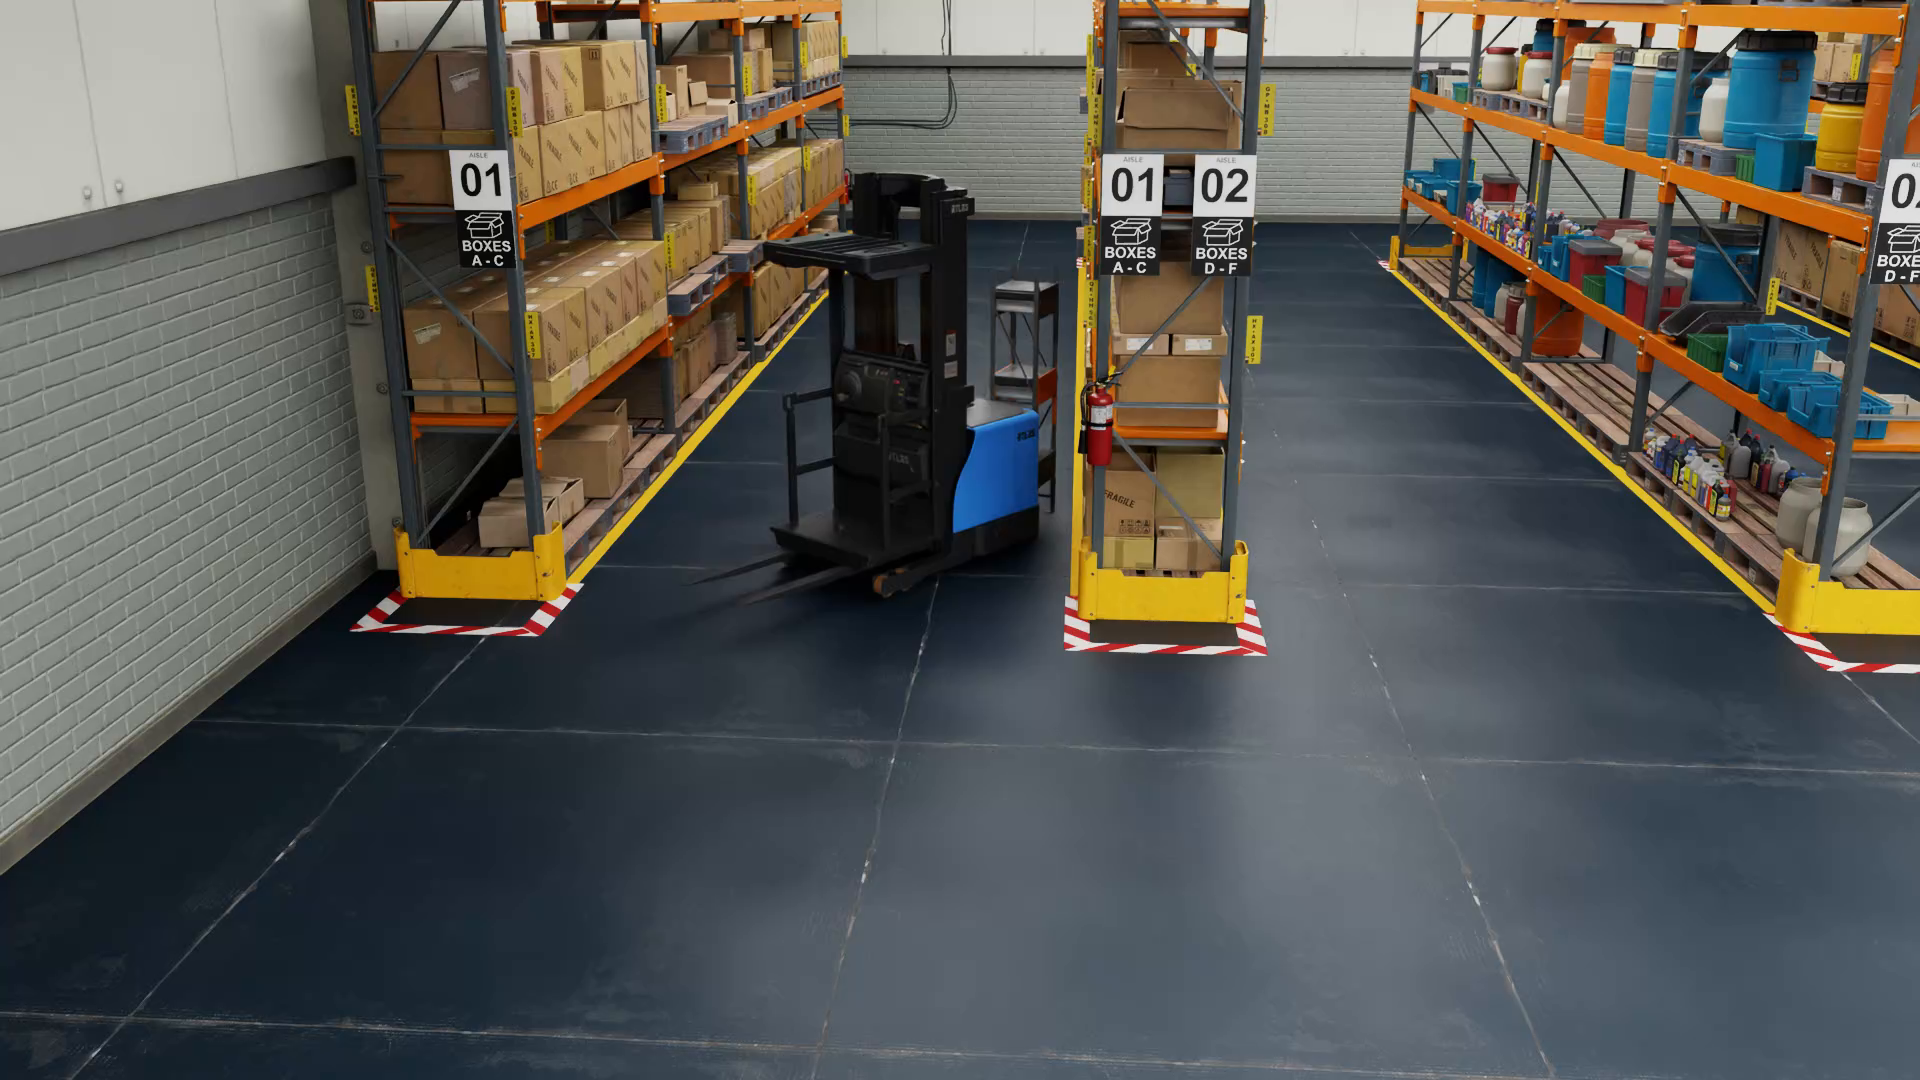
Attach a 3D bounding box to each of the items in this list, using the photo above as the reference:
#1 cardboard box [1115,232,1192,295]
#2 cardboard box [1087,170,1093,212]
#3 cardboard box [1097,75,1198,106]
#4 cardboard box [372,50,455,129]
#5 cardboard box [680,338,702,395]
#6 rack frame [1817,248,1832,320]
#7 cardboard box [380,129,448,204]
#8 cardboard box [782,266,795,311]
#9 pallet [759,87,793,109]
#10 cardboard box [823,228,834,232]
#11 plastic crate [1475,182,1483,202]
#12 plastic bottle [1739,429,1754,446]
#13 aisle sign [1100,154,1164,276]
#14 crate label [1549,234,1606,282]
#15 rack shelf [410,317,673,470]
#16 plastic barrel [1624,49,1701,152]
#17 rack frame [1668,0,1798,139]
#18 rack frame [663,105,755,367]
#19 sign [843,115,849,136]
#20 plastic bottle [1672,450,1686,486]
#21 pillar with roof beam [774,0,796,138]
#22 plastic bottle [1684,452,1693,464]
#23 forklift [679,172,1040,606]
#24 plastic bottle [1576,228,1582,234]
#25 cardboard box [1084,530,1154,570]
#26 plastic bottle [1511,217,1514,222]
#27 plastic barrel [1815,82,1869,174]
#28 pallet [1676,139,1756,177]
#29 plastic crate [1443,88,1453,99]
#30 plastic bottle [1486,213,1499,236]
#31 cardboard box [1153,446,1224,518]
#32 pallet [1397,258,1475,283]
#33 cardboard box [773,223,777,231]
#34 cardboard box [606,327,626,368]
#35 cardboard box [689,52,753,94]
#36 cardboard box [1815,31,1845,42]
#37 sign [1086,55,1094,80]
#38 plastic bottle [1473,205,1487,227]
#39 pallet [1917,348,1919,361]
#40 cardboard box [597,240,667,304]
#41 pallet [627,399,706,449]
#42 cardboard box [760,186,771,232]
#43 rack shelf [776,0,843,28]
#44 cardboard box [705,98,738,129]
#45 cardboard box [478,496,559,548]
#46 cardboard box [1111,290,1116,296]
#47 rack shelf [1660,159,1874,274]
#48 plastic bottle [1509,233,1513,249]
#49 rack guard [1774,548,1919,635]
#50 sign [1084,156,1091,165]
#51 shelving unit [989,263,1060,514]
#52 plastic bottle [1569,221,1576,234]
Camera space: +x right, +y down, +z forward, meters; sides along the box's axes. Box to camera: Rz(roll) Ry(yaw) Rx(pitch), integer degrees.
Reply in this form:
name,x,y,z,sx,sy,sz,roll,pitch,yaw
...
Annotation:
name,x,y,z,sx,sy,sz,roll,pitch,yaw
cardboard box,1.544,-2.059,12.647,0.700,0.500,0.500,1,18,4
cardboard box,2.044,-4.531,21.599,0.700,0.500,0.500,4,19,13
cardboard box,1.469,-3.389,13.065,0.797,0.503,0.637,3,18,10
cardboard box,-3.745,-3.121,11.515,0.500,0.500,0.500,2,18,6
cardboard box,-3.128,-1.835,17.515,0.700,0.500,0.500,1,18,5
rack frame,12.167,-4.419,22.092,1.000,3.000,0.127,1,18,4
cardboard box,-3.737,-2.641,11.657,0.500,0.500,0.500,3,18,8
cardboard box,-2.632,-3.448,21.906,0.750,0.750,0.750,2,18,6
pallet,-2.671,-5.799,21.794,0.805,0.209,1.217,1,18,2
cardboard box,-2.354,-4.630,26.075,0.700,0.500,0.500,1,18,4
plastic crate,7.520,-4.972,23.873,0.437,0.282,0.530,1,18,4
plastic bottle,6.895,-0.789,14.560,0.144,0.351,0.185,1,18,2
aisle sign,1.129,-2.136,10.949,0.394,0.787,0.004,1,18,4
crate label,6.599,-3.001,17.709,0.502,0.435,0.616,1,18,4
rack shelf,-3.371,-1.303,13.738,1.077,0.370,4.000,1,18,4
plastic barrel,6.520,-4.074,15.418,0.600,0.901,0.600,0,18,0
rack frame,6.654,-4.896,13.912,1.000,3.000,0.127,1,18,4
rack frame,-2.941,-3.508,19.313,1.000,3.000,0.127,1,18,4
sign,-1.828,-6.639,26.628,0.100,0.325,0.005,1,18,4
plastic bottle,6.115,-0.613,14.131,0.061,0.283,0.133,2,18,6
pillar with roof beam,1.257,-9.606,28.286,9.100,9.000,0.400,1,18,4
plastic bottle,6.195,-0.611,14.145,0.097,0.271,0.097,0,18,0
forklift,-0.727,-1.152,12.232,1.130,2.935,3.031,16,24,40
plastic bottle,7.302,-3.534,19.597,0.097,0.271,0.097,0,18,0
cardboard box,1.170,0.020,12.287,0.500,0.250,0.500,1,18,4
plastic bottle,6.825,-3.874,20.636,0.097,0.271,0.097,0,18,0
plastic barrel,6.322,-2.874,11.582,0.600,0.588,0.600,0,18,0
pallet,6.699,-3.154,13.718,1.213,0.211,1.003,1,18,4
plastic crate,6.939,-6.233,23.234,0.293,0.136,0.466,1,18,4
plastic bottle,6.731,-3.976,20.938,0.152,0.276,0.135,1,18,4
cardboard box,1.721,-0.480,12.609,0.500,0.500,0.500,1,18,4
pallet,7.416,-4.191,25.876,1.003,0.211,1.213,1,18,4
cardboard box,-2.562,-4.054,21.348,0.380,0.149,0.250,2,18,6
cardboard box,-3.059,-1.583,13.646,0.500,0.250,0.500,1,18,4
cardboard box,-2.926,-5.679,20.254,0.700,0.500,0.500,2,18,7
cardboard box,12.299,-7.110,23.289,0.500,0.250,0.500,1,18,2
sign,1.745,-6.322,22.252,0.100,0.325,0.005,1,18,4
plastic bottle,6.788,-4.222,21.689,0.152,0.276,0.135,1,18,4
pallet,12.012,-2.095,19.477,1.003,0.211,1.213,1,18,4
cardboard box,-2.953,-2.407,14.956,0.500,0.500,0.500,1,18,4
pallet,-3.174,-1.183,16.693,1.003,0.211,1.213,1,18,4
cardboard box,-2.604,-4.014,20.186,0.500,0.500,0.500,2,18,6
rack shelf,-2.511,-7.691,24.240,1.077,0.370,4.000,1,18,4
cardboard box,-2.724,-4.671,18.155,0.500,0.311,0.500,1,18,4
cardboard box,-3.375,-0.168,12.730,0.500,0.311,0.500,-1,18,-2
cardboard box,1.373,-1.875,13.125,0.380,0.149,0.250,1,18,3
rack shelf,6.510,-2.507,12.596,1.077,0.370,4.000,1,18,4
plastic bottle,6.622,-3.586,19.869,0.097,0.201,0.097,0,18,0
rack guard,6.325,0.361,11.519,1.175,0.500,0.348,1,18,4
sign,1.745,-5.062,22.665,0.100,0.325,0.005,1,18,4
shelving unit,0.523,-1.176,13.639,0.431,2.100,0.503,7,19,21
plastic bottle,7.422,-3.717,20.136,0.061,0.283,0.133,1,18,4
